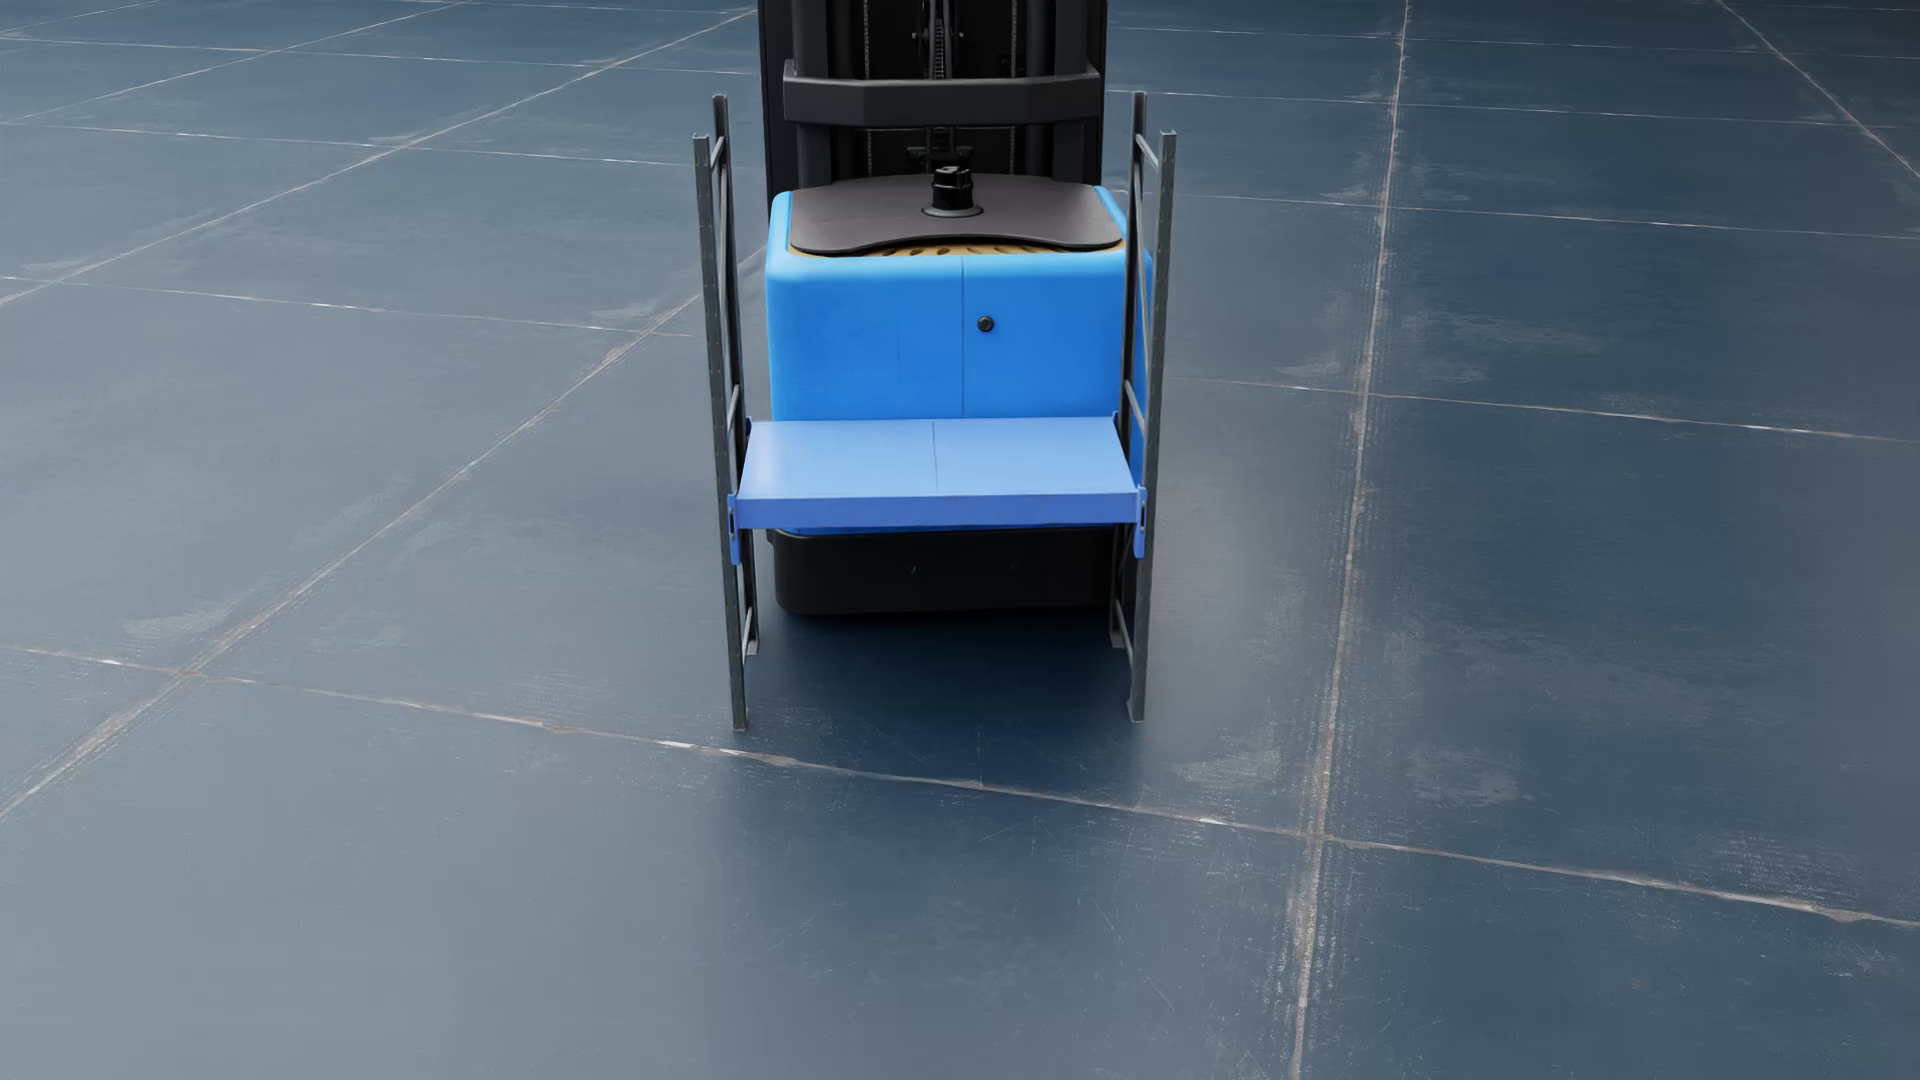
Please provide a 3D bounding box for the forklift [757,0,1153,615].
[{"bbox_3d":[-0.104,-1.710,5.433,1.130,2.935,3.031,-2,26,-4],"label":"forklift"}]

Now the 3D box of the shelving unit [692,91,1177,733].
[{"bbox_3d":[-0.062,-0.303,4.142,1.048,1.500,0.538,-1,25,-2],"label":"shelving unit"}]

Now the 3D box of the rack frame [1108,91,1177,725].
[{"bbox_3d":[0.446,-0.312,4.160,0.032,1.500,0.500,-1,25,-2],"label":"rack frame"}]

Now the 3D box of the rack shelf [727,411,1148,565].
[{"bbox_3d":[-0.062,-0.141,4.220,1.000,0.185,0.538,-1,25,-2],"label":"rack shelf"}]

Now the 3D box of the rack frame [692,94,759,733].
[{"bbox_3d":[-0.570,-0.295,4.124,0.032,1.500,0.500,-1,25,-2],"label":"rack frame"}]
